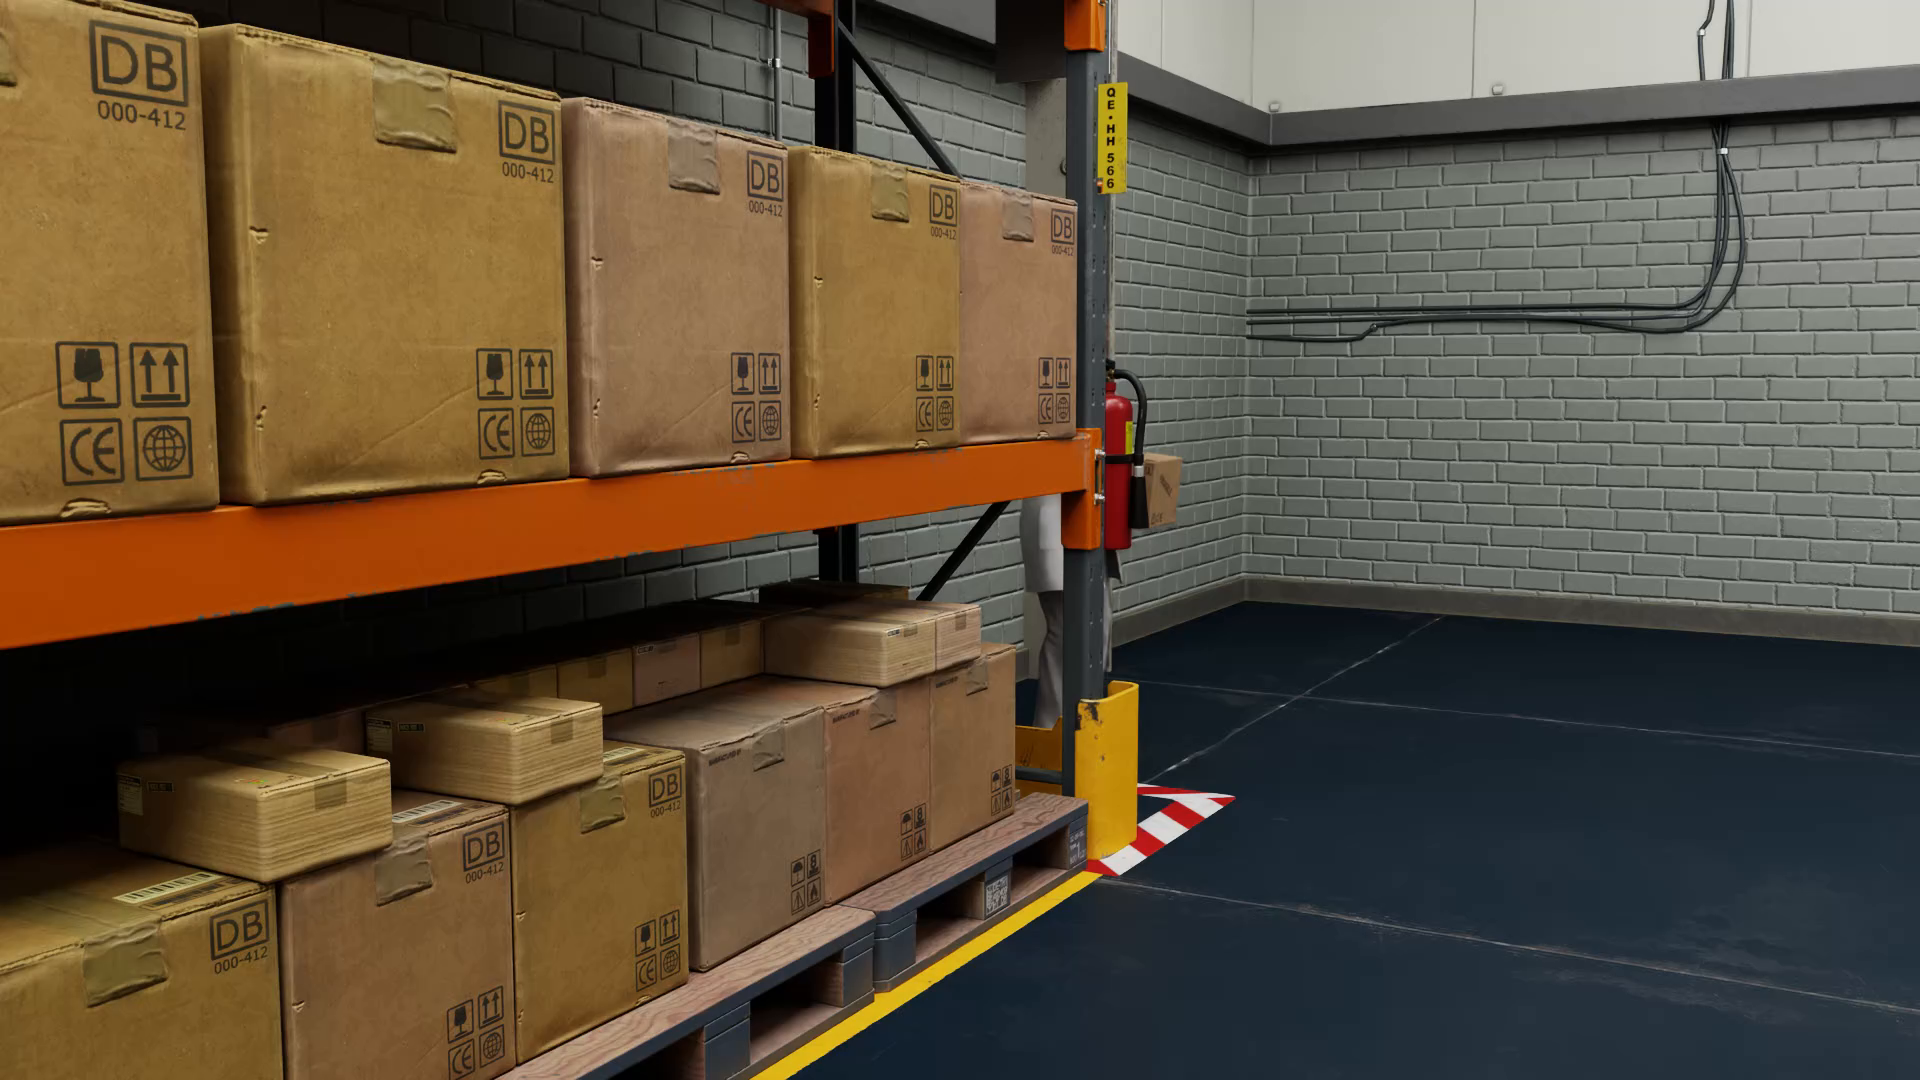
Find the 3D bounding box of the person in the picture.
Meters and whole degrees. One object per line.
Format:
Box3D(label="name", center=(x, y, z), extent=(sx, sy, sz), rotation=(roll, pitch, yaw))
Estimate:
Box3D(label="person", center=(0.503, -0.026, 6.358), extent=(0.553, 1.772, 0.529), rotation=(3, 7, 30))
